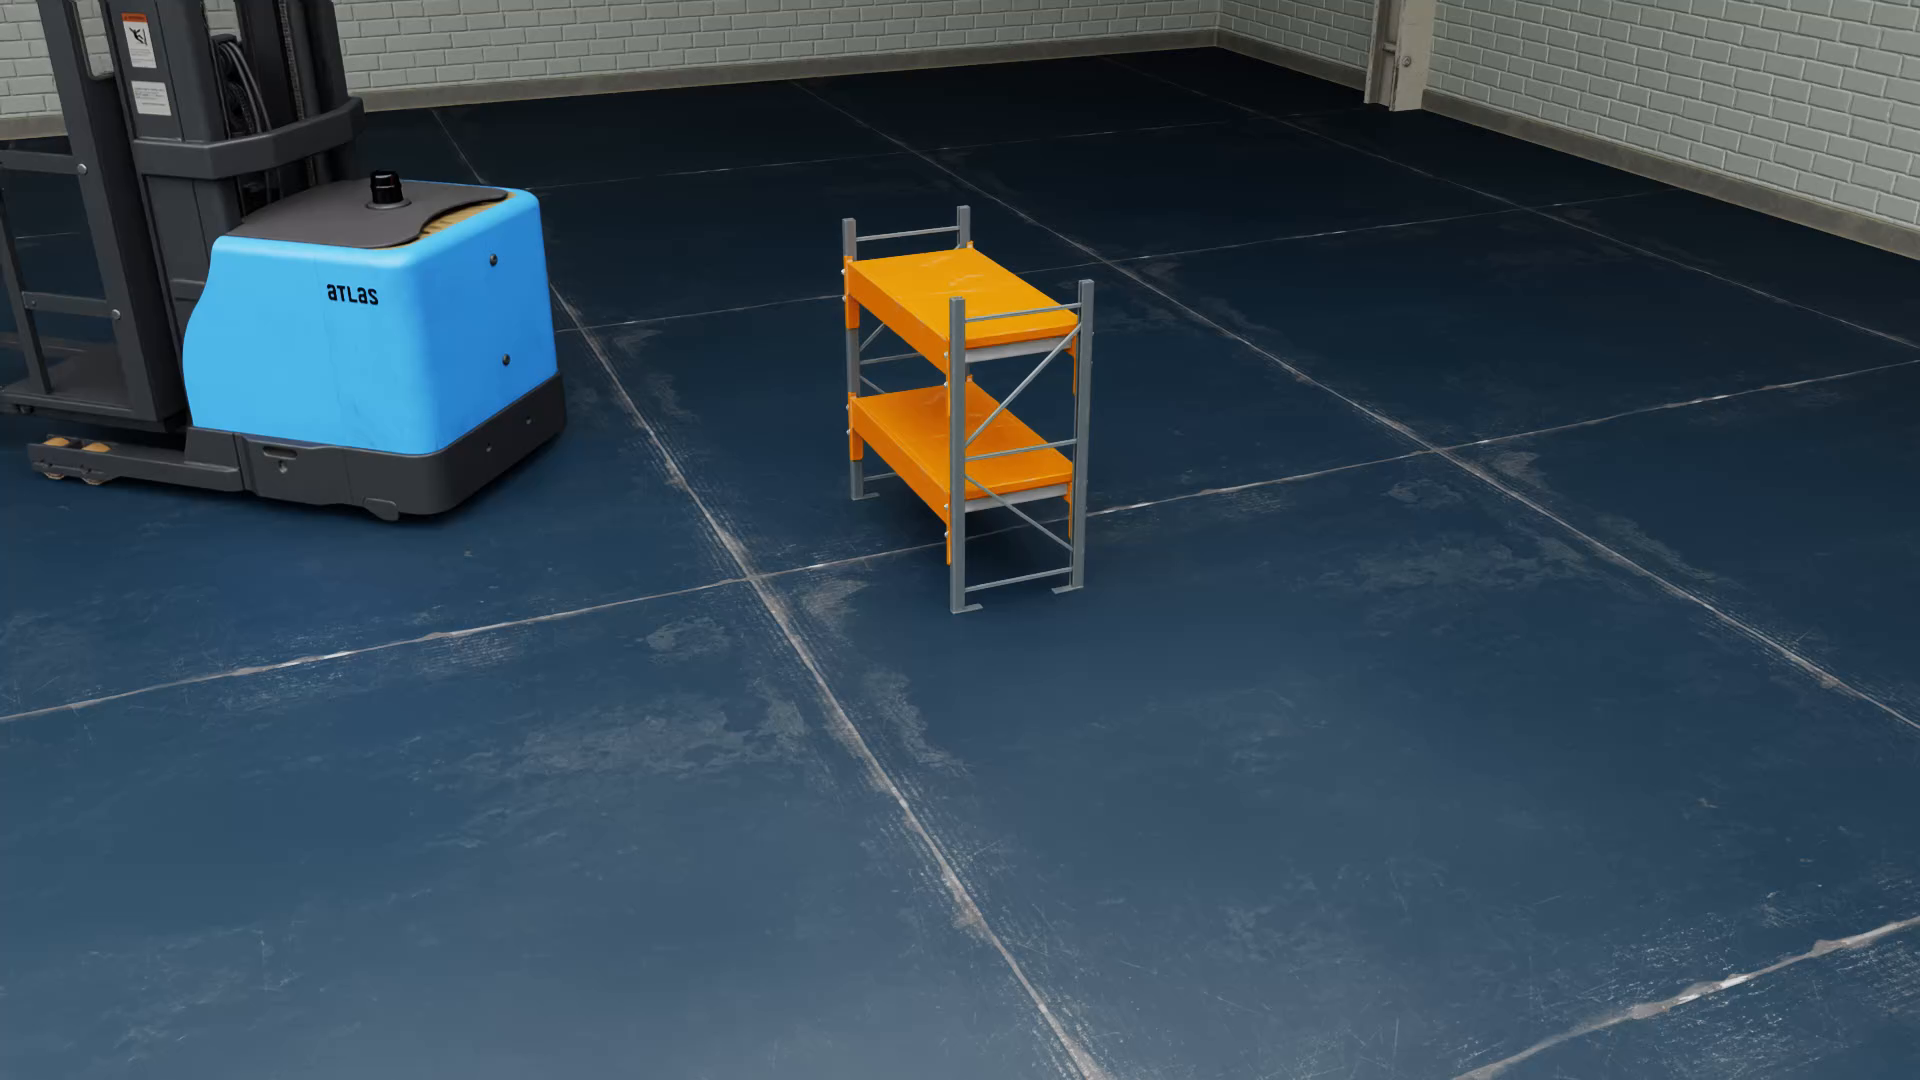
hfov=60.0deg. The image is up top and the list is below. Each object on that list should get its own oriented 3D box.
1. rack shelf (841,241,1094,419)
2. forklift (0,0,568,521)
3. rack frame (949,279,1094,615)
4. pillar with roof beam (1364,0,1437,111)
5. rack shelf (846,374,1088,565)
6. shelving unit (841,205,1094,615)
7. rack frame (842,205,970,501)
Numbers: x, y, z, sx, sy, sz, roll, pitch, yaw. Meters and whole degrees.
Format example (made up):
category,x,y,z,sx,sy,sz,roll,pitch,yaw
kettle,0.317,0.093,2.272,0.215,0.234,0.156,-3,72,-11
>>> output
category,x,y,z,sx,sy,sz,roll,pitch,yaw
rack shelf,0.003,-0.766,5.869,0.538,0.278,1.000,-11,28,-21
forklift,-3.251,-1.750,6.493,3.031,2.935,1.130,8,27,15
rack frame,0.202,-0.298,5.577,0.500,1.125,0.032,-11,28,-21
pillar with roof beam,-0.453,-6.823,9.968,9.100,9.000,0.400,-11,28,-21
rack shelf,0.003,-0.283,6.105,0.538,0.278,1.000,-11,28,-21
shelving unit,0.003,-0.503,5.998,0.538,1.125,1.048,-11,28,-21
rack frame,-0.196,-0.708,6.418,0.500,1.125,0.032,-11,28,-21
